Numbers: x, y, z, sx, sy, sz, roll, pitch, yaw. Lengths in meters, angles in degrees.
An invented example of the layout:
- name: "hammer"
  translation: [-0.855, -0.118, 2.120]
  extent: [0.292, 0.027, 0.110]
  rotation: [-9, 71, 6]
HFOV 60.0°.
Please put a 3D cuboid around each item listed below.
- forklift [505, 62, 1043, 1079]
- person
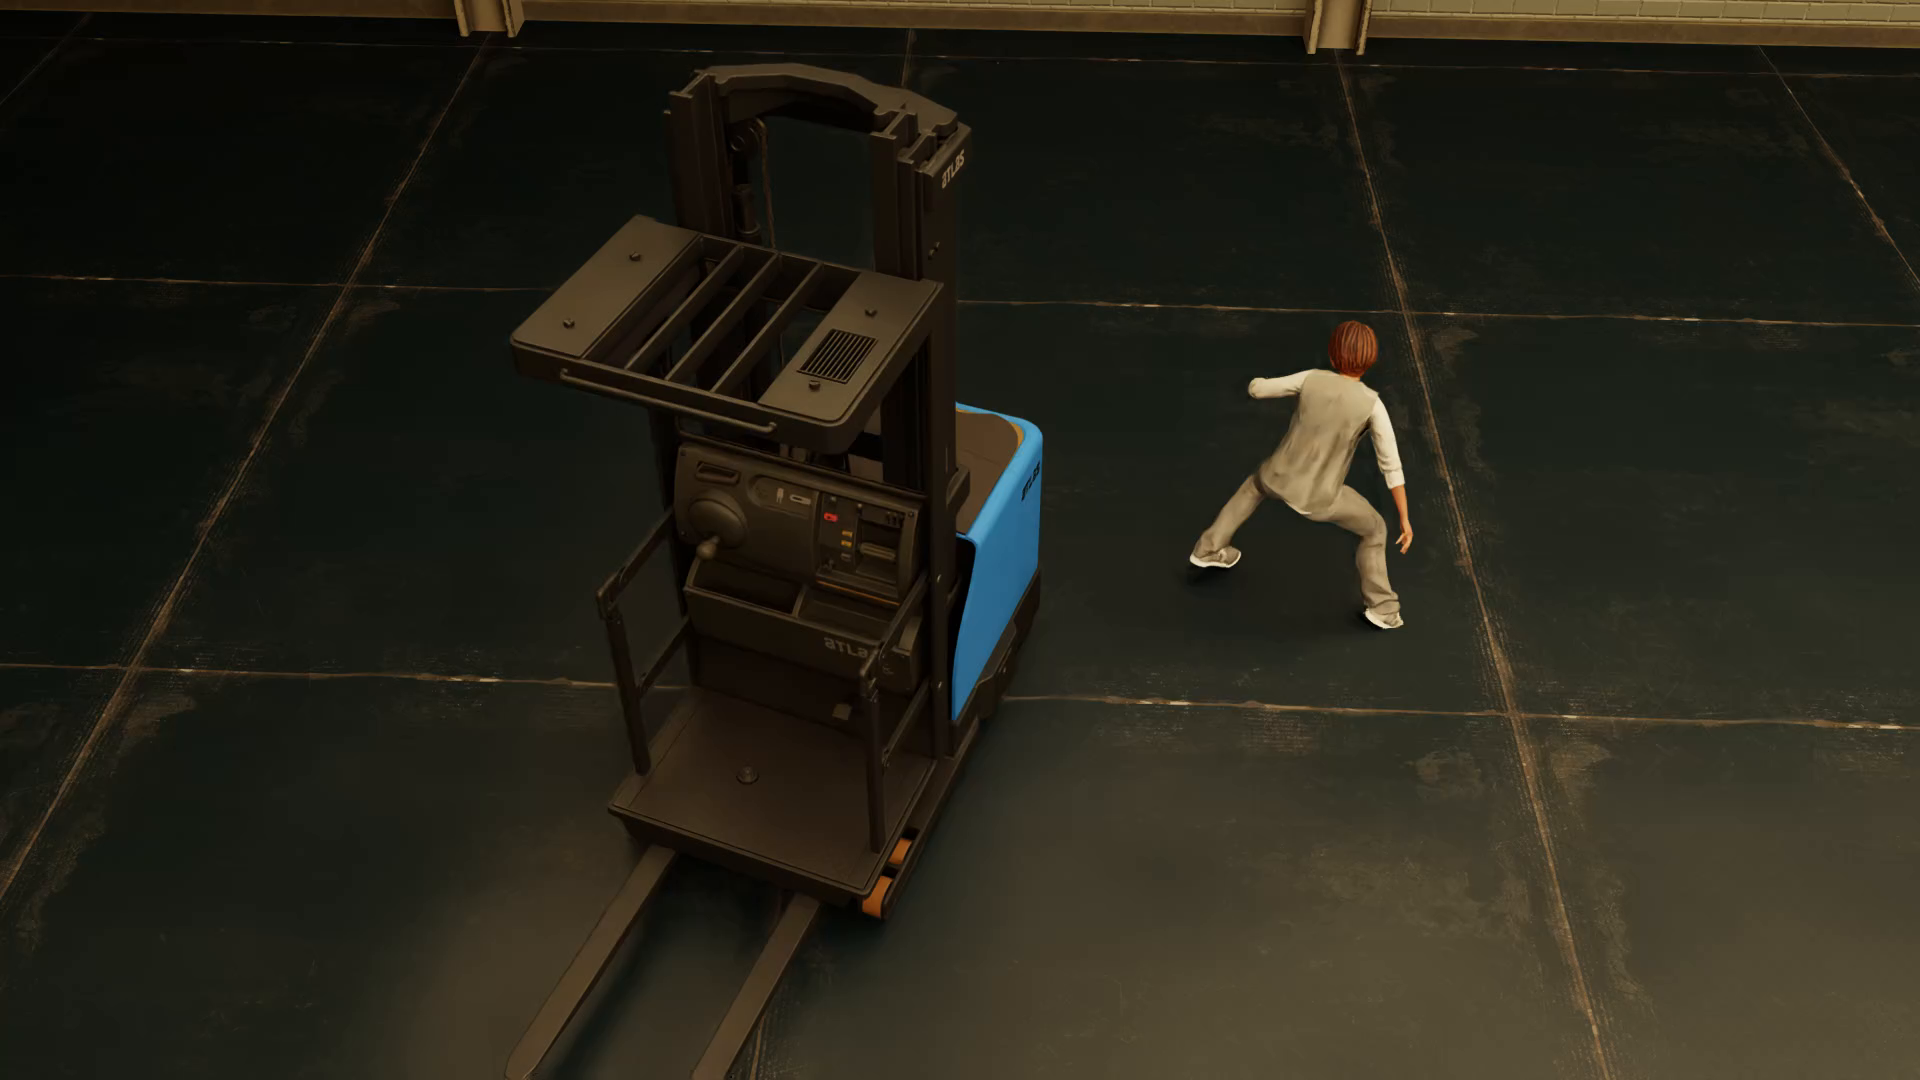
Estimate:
- name: "forklift"
  translation: [-0.663, 0.028, 5.711]
  extent: [1.130, 2.935, 3.031]
  rotation: [15, 45, 16]
- name: "person"
  translation: [1.568, -0.225, 7.155]
  extent: [0.985, 1.521, 0.496]
  rotation: [31, 50, 29]
